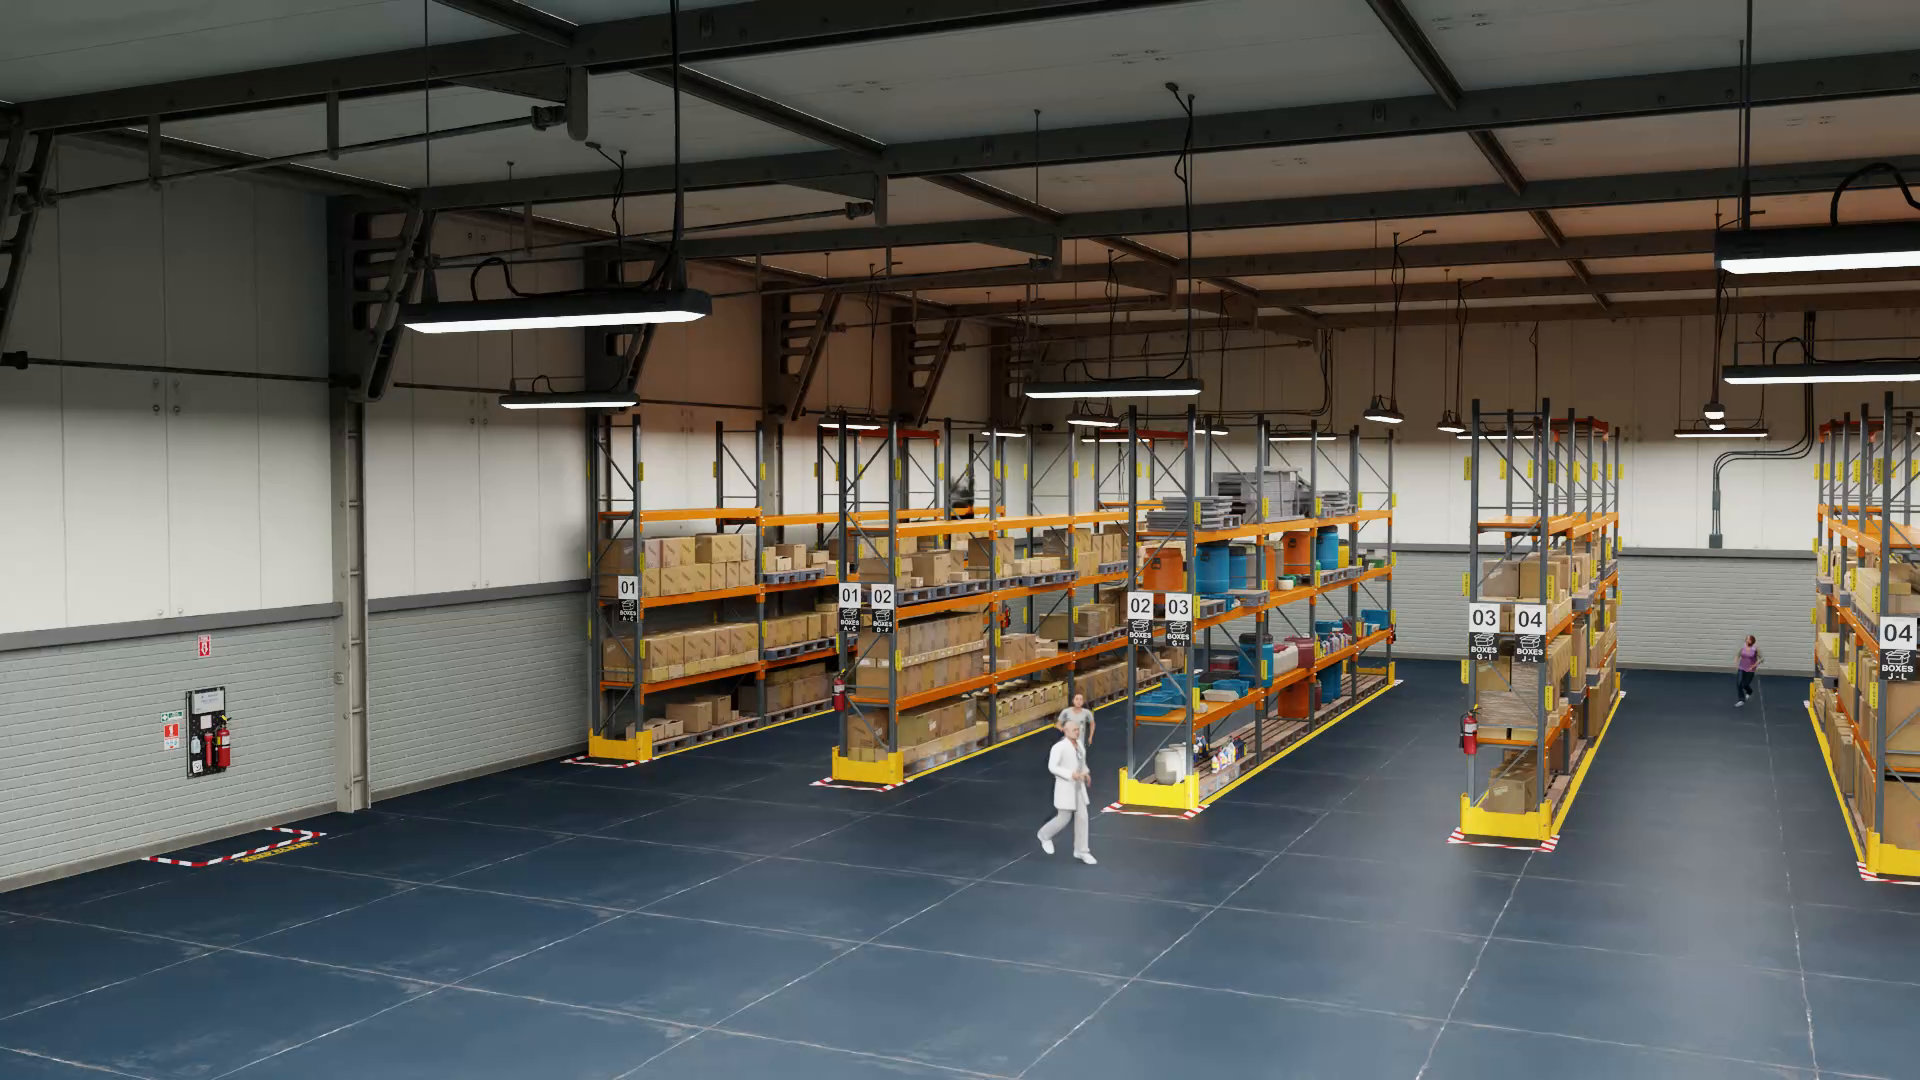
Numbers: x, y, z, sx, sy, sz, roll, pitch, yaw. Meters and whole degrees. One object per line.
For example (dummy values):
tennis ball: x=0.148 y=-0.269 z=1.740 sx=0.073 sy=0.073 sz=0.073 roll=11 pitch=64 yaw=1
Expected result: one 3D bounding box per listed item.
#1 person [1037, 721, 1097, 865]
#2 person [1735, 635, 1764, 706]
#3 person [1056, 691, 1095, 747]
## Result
person: x=1.399 y=3.228 z=21.457 sx=0.734 sy=1.799 sz=0.934 roll=-2 pitch=3 yaw=-42
person: x=16.817 y=2.785 z=35.477 sx=0.589 sy=1.552 sz=0.567 roll=-2 pitch=3 yaw=-40
person: x=1.751 y=3.112 z=25.163 sx=0.603 sy=1.660 sz=0.893 roll=0 pitch=2 yaw=2
